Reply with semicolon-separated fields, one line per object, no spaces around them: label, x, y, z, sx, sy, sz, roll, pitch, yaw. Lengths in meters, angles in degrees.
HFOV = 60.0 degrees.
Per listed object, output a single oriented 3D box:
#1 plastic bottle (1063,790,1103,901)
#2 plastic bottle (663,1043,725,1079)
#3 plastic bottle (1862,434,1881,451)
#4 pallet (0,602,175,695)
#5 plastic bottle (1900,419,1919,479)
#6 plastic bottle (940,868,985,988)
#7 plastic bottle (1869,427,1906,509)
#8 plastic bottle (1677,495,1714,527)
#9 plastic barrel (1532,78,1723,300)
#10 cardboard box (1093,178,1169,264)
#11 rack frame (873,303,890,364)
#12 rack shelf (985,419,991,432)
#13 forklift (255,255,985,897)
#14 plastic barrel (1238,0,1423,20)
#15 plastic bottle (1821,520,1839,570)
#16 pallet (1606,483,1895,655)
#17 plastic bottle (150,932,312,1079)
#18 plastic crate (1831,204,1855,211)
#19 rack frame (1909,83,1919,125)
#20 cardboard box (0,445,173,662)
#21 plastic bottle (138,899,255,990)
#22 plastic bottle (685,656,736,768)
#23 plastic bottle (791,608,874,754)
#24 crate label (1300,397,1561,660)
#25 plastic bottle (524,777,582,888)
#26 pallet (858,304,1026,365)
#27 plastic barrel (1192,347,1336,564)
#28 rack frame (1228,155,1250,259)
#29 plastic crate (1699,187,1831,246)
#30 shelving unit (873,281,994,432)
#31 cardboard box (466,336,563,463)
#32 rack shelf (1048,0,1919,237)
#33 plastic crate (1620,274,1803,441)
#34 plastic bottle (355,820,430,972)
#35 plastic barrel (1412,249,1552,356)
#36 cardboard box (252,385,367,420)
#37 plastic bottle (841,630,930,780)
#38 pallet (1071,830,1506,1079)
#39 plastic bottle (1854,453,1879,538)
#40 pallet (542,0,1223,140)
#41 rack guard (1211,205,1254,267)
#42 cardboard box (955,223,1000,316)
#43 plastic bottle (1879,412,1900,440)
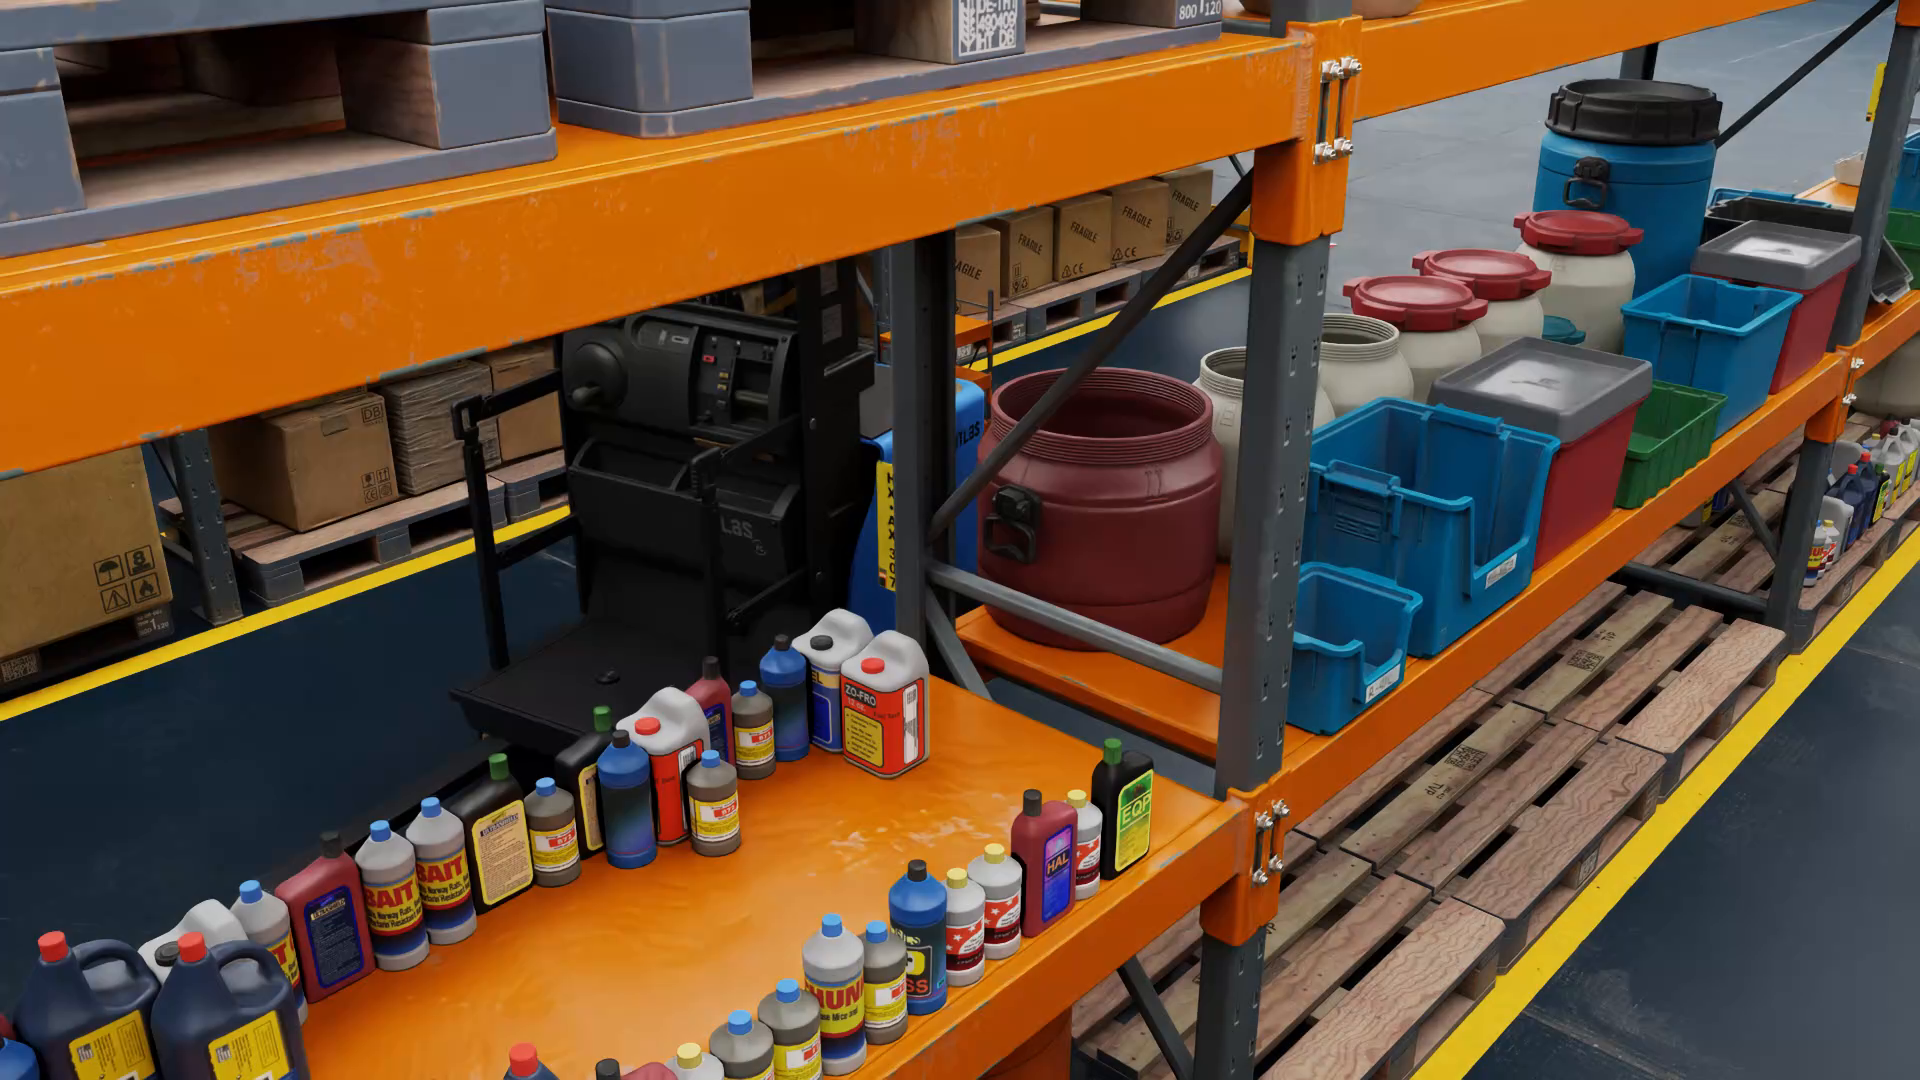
plastic bottle;0.214;0.558;3.083;0.097;0.201;0.097;0;24;0
plastic bottle;-0.395;0.835;2.463;0.097;0.201;0.097;0;24;0
plastic bottle;4.310;-0.402;7.862;0.097;0.201;0.097;0;24;0
pallet;-4.014;0.337;6.741;1.003;0.211;1.213;20;31;38
plastic bottle;4.508;-0.450;7.878;0.152;0.276;0.135;20;31;38
plastic bottle;-0.005;0.658;2.860;0.097;0.201;0.097;0;24;0
plastic bottle;4.184;-0.333;7.527;0.144;0.351;0.185;20;31;37
plastic bottle;3.249;-0.249;7.340;0.144;0.351;0.185;20;31;38
plastic barrel;2.443;-1.215;6.182;0.600;0.901;0.708;20;31;38
cardboard box;1.105;-2.267;11.681;0.500;0.500;0.500;-15;28;-30
rack frame;-0.273;-0.423;7.226;0.240;1.200;0.015;20;31;38
rack shelf;-0.110;-0.436;7.420;0.258;0.148;0.480;20;31;38
forklift;-1.063;-0.553;5.401;1.130;2.935;3.031;13;27;27
plastic barrel;0.692;-1.234;3.032;0.421;0.512;0.421;0;24;0
plastic bottle;3.601;0.015;6.933;0.097;0.201;0.097;0;24;0
pallet;3.406;0.057;7.364;1.003;0.211;1.213;20;31;38
plastic bottle;-1.105;0.734;2.508;0.144;0.351;0.185;20;31;38
plastic crate;3.822;-1.465;7.674;0.530;0.136;0.437;20;31;38
rack frame;5.596;-2.240;9.080;1.000;3.000;0.127;20;31;38
cardboard box;-3.908;-0.173;6.553;1.225;0.875;0.875;18;30;35
plastic bottle;-1.198;0.720;2.630;0.152;0.276;0.135;20;31;38
plastic bottle;-0.526;0.381;3.375;0.061;0.283;0.133;20;31;38
plastic bottle;-0.273;0.297;3.572;0.152;0.276;0.135;20;31;38
crate label;1.121;-0.048;4.147;0.502;0.435;0.616;20;31;38
plastic bottle;-0.768;0.541;3.121;0.097;0.201;0.097;0;24;0
pallet;-0.340;-1.316;10.427;1.003;0.211;1.213;20;31;38
plastic barrel;0.784;-0.226;4.451;0.421;0.512;0.421;0;24;0
rack frame;1.908;-3.593;12.097;1.000;3.000;0.127;20;31;38
plastic crate;3.463;-1.365;7.310;0.499;0.251;0.616;20;31;38
shelving unit;-0.110;-0.497;7.392;0.258;1.200;0.503;20;31;38
cardboard box;-2.265;-0.772;8.324;0.500;0.500;0.700;-21;32;-39
rack shelf;1.592;-1.453;4.537;1.077;0.370;4.000;20;31;38
plastic crate;2.422;-0.593;5.427;0.392;0.384;0.575;20;31;38
plastic bottle;-0.987;0.609;2.883;0.097;0.271;0.097;0;24;0
plastic barrel;1.635;-0.629;5.319;0.433;0.535;0.433;0;24;0
cardboard box;-3.007;-0.770;7.402;0.500;0.250;0.500;22;32;40
plastic bottle;-0.159;0.339;3.480;0.152;0.276;0.135;20;31;38
pallet;0.803;1.244;4.718;1.003;0.211;1.213;20;31;38
plastic bottle;3.900;-0.204;7.238;0.144;0.351;0.185;19;30;35
pallet;-0.327;-0.879;2.609;1.003;0.211;1.213;20;31;38
rack guard;1.857;-2.429;12.557;1.175;0.500;0.348;20;31;38
cardboard box;-0.089;-1.713;10.445;0.500;0.500;0.500;-13;27;-27
plastic bottle;4.428;-0.482;7.941;0.061;0.283;0.133;20;31;38
